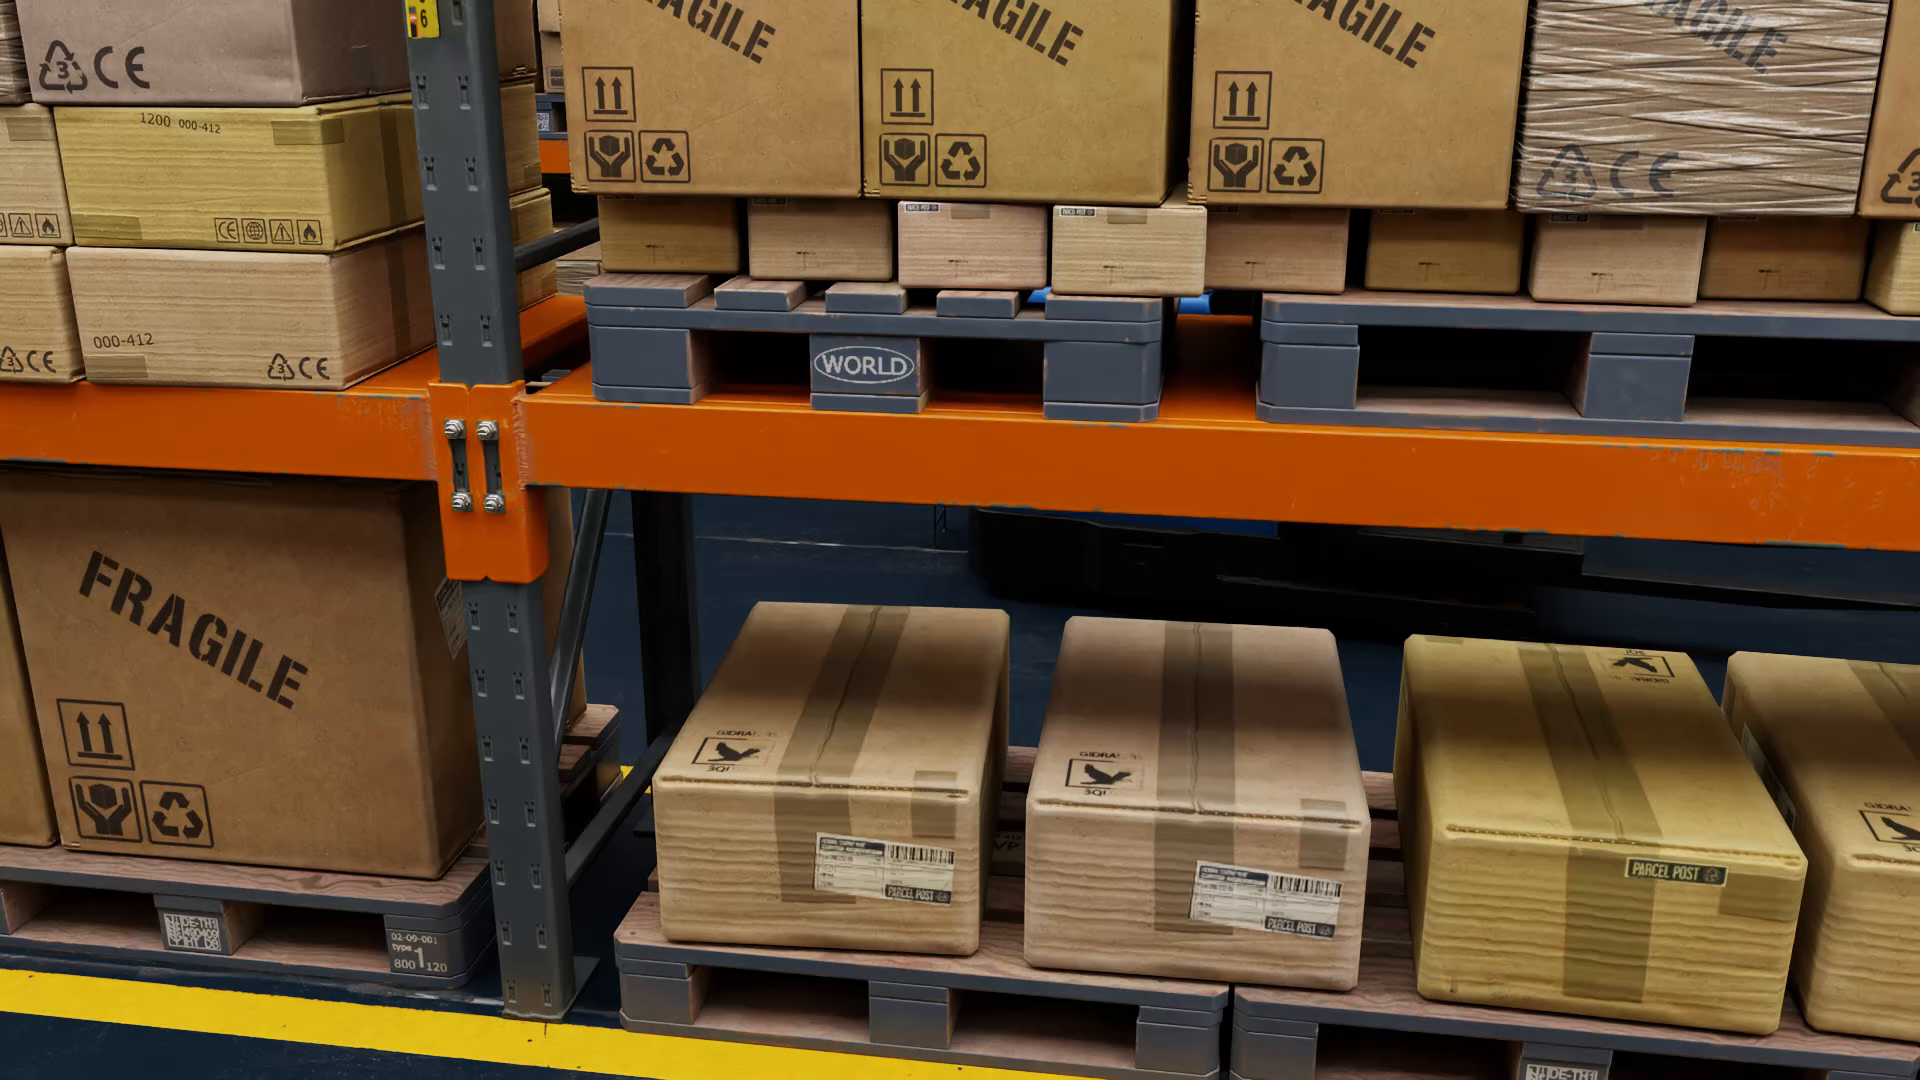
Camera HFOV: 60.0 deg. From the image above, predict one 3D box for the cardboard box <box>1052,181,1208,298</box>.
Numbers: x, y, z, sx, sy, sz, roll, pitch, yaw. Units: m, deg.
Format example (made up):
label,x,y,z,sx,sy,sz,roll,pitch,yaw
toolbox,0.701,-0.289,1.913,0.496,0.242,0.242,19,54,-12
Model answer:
label,x,y,z,sx,sy,sz,roll,pitch,yaw
cardboard box,0.306,-0.532,2.901,0.250,0.149,0.380,3,19,9

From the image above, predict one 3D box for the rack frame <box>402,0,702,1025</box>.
label,x,y,z,sx,sy,sz,roll,pitch,yaw
rack frame,-0.790,-0.600,3.370,0.127,3.000,1.000,3,19,9

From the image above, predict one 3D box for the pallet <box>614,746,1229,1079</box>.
label,x,y,z,sx,sy,sz,roll,pitch,yaw
pallet,-0.019,0.762,3.693,1.213,0.211,1.003,3,19,9

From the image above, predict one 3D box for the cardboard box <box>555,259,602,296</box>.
label,x,y,z,sx,sy,sz,roll,pitch,yaw
cardboard box,-1.984,-1.197,8.432,0.500,0.500,0.500,2,19,7

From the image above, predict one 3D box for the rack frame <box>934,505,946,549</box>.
label,x,y,z,sx,sy,sz,roll,pitch,yaw
rack frame,-0.076,-0.573,6.124,0.006,1.200,0.240,3,19,9

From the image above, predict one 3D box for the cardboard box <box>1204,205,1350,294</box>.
label,x,y,z,sx,sy,sz,roll,pitch,yaw
cardboard box,0.556,-0.545,2.938,0.250,0.149,0.380,4,19,12

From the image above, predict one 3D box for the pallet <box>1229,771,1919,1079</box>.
label,x,y,z,sx,sy,sz,roll,pitch,yaw
pallet,1.182,0.824,3.508,1.213,0.211,1.003,3,19,9

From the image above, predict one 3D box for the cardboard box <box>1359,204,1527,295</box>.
label,x,y,z,sx,sy,sz,roll,pitch,yaw
cardboard box,0.842,-0.543,2.932,0.250,0.149,0.380,4,19,11

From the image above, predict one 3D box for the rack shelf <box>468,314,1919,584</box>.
label,x,y,z,sx,sy,sz,roll,pitch,yaw
rack shelf,1.184,-0.158,3.183,4.000,0.370,1.077,3,19,9

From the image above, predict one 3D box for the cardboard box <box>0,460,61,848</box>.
label,x,y,z,sx,sy,sz,roll,pitch,yaw
cardboard box,-2.339,0.101,3.960,0.875,0.875,0.875,3,19,9

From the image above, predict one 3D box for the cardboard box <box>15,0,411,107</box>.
label,x,y,z,sx,sy,sz,roll,pitch,yaw
cardboard box,-1.342,-1.066,3.028,0.500,0.500,0.500,2,19,7

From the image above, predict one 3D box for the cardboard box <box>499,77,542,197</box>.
label,x,y,z,sx,sy,sz,roll,pitch,yaw
cardboard box,-1.251,-0.869,3.622,0.500,0.250,0.500,3,19,8

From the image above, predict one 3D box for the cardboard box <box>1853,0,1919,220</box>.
label,x,y,z,sx,sy,sz,roll,pitch,yaw
cardboard box,1.668,-0.790,2.650,0.500,0.500,0.500,4,19,11

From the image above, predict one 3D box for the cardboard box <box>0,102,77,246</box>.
label,x,y,z,sx,sy,sz,roll,pitch,yaw
cardboard box,-1.816,-0.736,3.223,0.500,0.250,0.500,2,19,7

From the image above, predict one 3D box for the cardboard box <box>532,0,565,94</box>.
label,x,y,z,sx,sy,sz,roll,pitch,yaw
cardboard box,-1.648,-2.428,8.007,0.637,0.503,0.797,2,19,7

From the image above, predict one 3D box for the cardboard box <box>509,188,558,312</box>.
label,x,y,z,sx,sy,sz,roll,pitch,yaw
cardboard box,-1.234,-0.633,3.703,0.500,0.250,0.500,3,19,8

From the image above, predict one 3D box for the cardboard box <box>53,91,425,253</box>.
label,x,y,z,sx,sy,sz,roll,pitch,yaw
cardboard box,-1.309,-0.711,3.149,0.500,0.250,0.500,3,19,8

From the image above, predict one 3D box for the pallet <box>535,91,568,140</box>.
label,x,y,z,sx,sy,sz,roll,pitch,yaw
pallet,-1.928,-2.161,8.337,1.213,0.211,1.003,3,19,9

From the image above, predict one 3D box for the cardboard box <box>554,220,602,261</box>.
label,x,y,z,sx,sy,sz,roll,pitch,yaw
cardboard box,-1.839,-1.498,8.308,0.250,0.149,0.380,2,19,6

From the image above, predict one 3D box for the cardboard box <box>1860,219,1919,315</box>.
label,x,y,z,sx,sy,sz,roll,pitch,yaw
cardboard box,1.602,-0.474,2.727,0.250,0.149,0.380,3,19,9

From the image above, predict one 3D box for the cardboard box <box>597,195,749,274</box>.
label,x,y,z,sx,sy,sz,roll,pitch,yaw
cardboard box,-0.499,-0.606,3.120,0.250,0.149,0.380,2,19,5

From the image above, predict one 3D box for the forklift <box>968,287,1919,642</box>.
label,x,y,z,sx,sy,sz,roll,pitch,yaw
forklift,1.604,-1.216,5.319,3.031,2.935,1.130,6,19,16

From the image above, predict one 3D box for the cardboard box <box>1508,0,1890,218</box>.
label,x,y,z,sx,sy,sz,roll,pitch,yaw
cardboard box,1.151,-0.816,2.728,0.500,0.500,0.500,2,19,7

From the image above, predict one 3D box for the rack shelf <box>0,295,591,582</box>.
label,x,y,z,sx,sy,sz,roll,pitch,yaw
rack shelf,-2.765,-0.360,3.785,4.000,0.370,1.077,3,19,9

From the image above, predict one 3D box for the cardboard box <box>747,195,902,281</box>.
label,x,y,z,sx,sy,sz,roll,pitch,yaw
cardboard box,-0.225,-0.581,3.046,0.250,0.149,0.380,2,19,5

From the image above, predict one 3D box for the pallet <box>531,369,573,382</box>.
label,x,y,z,sx,sy,sz,roll,pitch,yaw
pallet,-1.939,-0.945,8.794,1.213,0.211,1.003,3,19,9

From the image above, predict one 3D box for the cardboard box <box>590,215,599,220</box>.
label,x,y,z,sx,sy,sz,roll,pitch,yaw
cardboard box,-1.757,-1.649,8.760,0.250,0.149,0.380,3,19,9

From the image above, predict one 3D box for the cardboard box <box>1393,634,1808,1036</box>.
label,x,y,z,sx,sy,sz,roll,pitch,yaw
cardboard box,1.244,0.553,3.403,0.625,0.372,0.950,4,19,10

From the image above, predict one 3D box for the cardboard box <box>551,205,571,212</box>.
label,x,y,z,sx,sy,sz,roll,pitch,yaw
cardboard box,-2.262,-1.698,8.907,0.250,0.149,0.380,3,19,9

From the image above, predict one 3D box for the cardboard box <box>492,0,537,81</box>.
label,x,y,z,sx,sy,sz,roll,pitch,yaw
cardboard box,-1.238,-1.223,3.498,0.500,0.500,0.500,2,19,7

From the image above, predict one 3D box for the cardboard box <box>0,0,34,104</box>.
label,x,y,z,sx,sy,sz,roll,pitch,yaw
cardboard box,-1.850,-1.089,3.098,0.500,0.500,0.500,3,19,10

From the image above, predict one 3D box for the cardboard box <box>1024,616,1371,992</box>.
label,x,y,z,sx,sy,sz,roll,pitch,yaw
cardboard box,0.496,0.513,3.522,0.625,0.372,0.950,3,19,8

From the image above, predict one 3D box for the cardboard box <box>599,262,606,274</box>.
label,x,y,z,sx,sy,sz,roll,pitch,yaw
cardboard box,-1.468,-1.177,8.372,0.500,0.500,0.500,4,19,11

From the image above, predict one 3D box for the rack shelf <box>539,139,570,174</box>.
label,x,y,z,sx,sy,sz,roll,pitch,yaw
rack shelf,-1.981,-1.915,8.433,4.000,0.370,1.077,3,19,9

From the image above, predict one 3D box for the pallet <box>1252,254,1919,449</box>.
label,x,y,z,sx,sy,sz,roll,pitch,yaw
pallet,1.171,-0.423,3.141,1.213,0.211,1.003,3,19,9

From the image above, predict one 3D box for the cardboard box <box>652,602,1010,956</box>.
label,x,y,z,sx,sy,sz,roll,pitch,yaw
cardboard box,-0.234,0.478,3.626,0.625,0.372,0.950,2,19,5

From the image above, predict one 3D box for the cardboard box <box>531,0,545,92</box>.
label,x,y,z,sx,sy,sz,roll,pitch,yaw
cardboard box,-2.228,-2.443,8.059,0.500,0.500,0.700,3,19,8

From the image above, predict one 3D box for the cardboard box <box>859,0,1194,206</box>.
label,x,y,z,sx,sy,sz,roll,pitch,yaw
cardboard box,0.133,-0.869,2.884,0.500,0.500,0.500,4,19,11

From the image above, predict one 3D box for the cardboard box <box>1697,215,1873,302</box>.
label,x,y,z,sx,sy,sz,roll,pitch,yaw
cardboard box,1.358,-0.520,2.863,0.250,0.149,0.380,2,19,7

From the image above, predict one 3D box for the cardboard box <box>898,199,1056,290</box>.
label,x,y,z,sx,sy,sz,roll,pitch,yaw
cardboard box,0.038,-0.553,2.962,0.250,0.149,0.380,2,19,5

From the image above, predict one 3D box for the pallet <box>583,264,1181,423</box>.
label,x,y,z,sx,sy,sz,roll,pitch,yaw
pallet,-0.070,-0.507,3.393,1.003,0.211,1.213,3,19,9

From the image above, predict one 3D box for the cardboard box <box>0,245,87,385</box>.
label,x,y,z,sx,sy,sz,roll,pitch,yaw
cardboard box,-1.838,-0.494,3.289,0.500,0.250,0.500,3,19,10

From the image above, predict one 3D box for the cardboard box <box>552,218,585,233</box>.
label,x,y,z,sx,sy,sz,roll,pitch,yaw
cardboard box,-2.074,-1.526,8.393,0.250,0.149,0.380,3,19,9

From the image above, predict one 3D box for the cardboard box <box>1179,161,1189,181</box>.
label,x,y,z,sx,sy,sz,roll,pitch,yaw
cardboard box,0.350,-0.733,3.500,0.250,0.149,0.380,2,19,6

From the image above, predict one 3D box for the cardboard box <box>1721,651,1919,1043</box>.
label,x,y,z,sx,sy,sz,roll,pitch,yaw
cardboard box,1.930,0.587,3.300,0.625,0.372,0.950,4,19,12

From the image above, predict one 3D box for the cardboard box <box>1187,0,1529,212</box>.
label,x,y,z,sx,sy,sz,roll,pitch,yaw
cardboard box,0.658,-0.844,2.810,0.500,0.500,0.500,3,19,10

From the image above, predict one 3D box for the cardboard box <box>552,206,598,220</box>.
label,x,y,z,sx,sy,sz,roll,pitch,yaw
cardboard box,-2.017,-1.676,8.840,0.250,0.149,0.380,2,19,6

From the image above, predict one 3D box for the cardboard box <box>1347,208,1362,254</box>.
label,x,y,z,sx,sy,sz,roll,pitch,yaw
cardboard box,0.852,-0.671,3.316,0.250,0.149,0.380,3,19,9

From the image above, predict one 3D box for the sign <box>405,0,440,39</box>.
label,x,y,z,sx,sy,sz,roll,pitch,yaw
sign,-0.875,-0.975,2.666,0.005,0.325,0.100,3,19,9

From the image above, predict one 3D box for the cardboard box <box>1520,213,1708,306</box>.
label,x,y,z,sx,sy,sz,roll,pitch,yaw
cardboard box,1.089,-0.509,2.832,0.250,0.149,0.380,4,19,10

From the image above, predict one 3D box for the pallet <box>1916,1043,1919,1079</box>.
label,x,y,z,sx,sy,sz,roll,pitch,yaw
pallet,2.390,0.885,3.326,1.213,0.211,1.003,3,19,9

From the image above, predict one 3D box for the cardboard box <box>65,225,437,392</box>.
label,x,y,z,sx,sy,sz,roll,pitch,yaw
cardboard box,-1.331,-0.473,3.227,0.500,0.250,0.500,2,19,7

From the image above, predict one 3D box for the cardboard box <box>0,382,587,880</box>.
label,x,y,z,sx,sy,sz,roll,pitch,yaw
cardboard box,-1.459,0.147,3.822,0.875,0.875,0.875,3,19,8

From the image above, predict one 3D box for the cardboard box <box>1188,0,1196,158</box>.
label,x,y,z,sx,sy,sz,roll,pitch,yaw
cardboard box,0.713,-1.004,3.290,0.500,0.500,0.500,2,19,5

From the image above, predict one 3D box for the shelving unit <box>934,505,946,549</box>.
label,x,y,z,sx,sy,sz,roll,pitch,yaw
shelving unit,0.014,-0.568,6.111,0.189,1.200,0.258,3,19,9

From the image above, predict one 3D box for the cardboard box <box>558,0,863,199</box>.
label,x,y,z,sx,sy,sz,roll,pitch,yaw
cardboard box,-0.383,-0.893,2.956,0.500,0.500,0.500,2,19,7

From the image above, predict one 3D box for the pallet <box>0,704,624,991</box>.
label,x,y,z,sx,sy,sz,roll,pitch,yaw
pallet,-1.557,0.659,4.001,1.213,0.211,1.003,3,19,9
